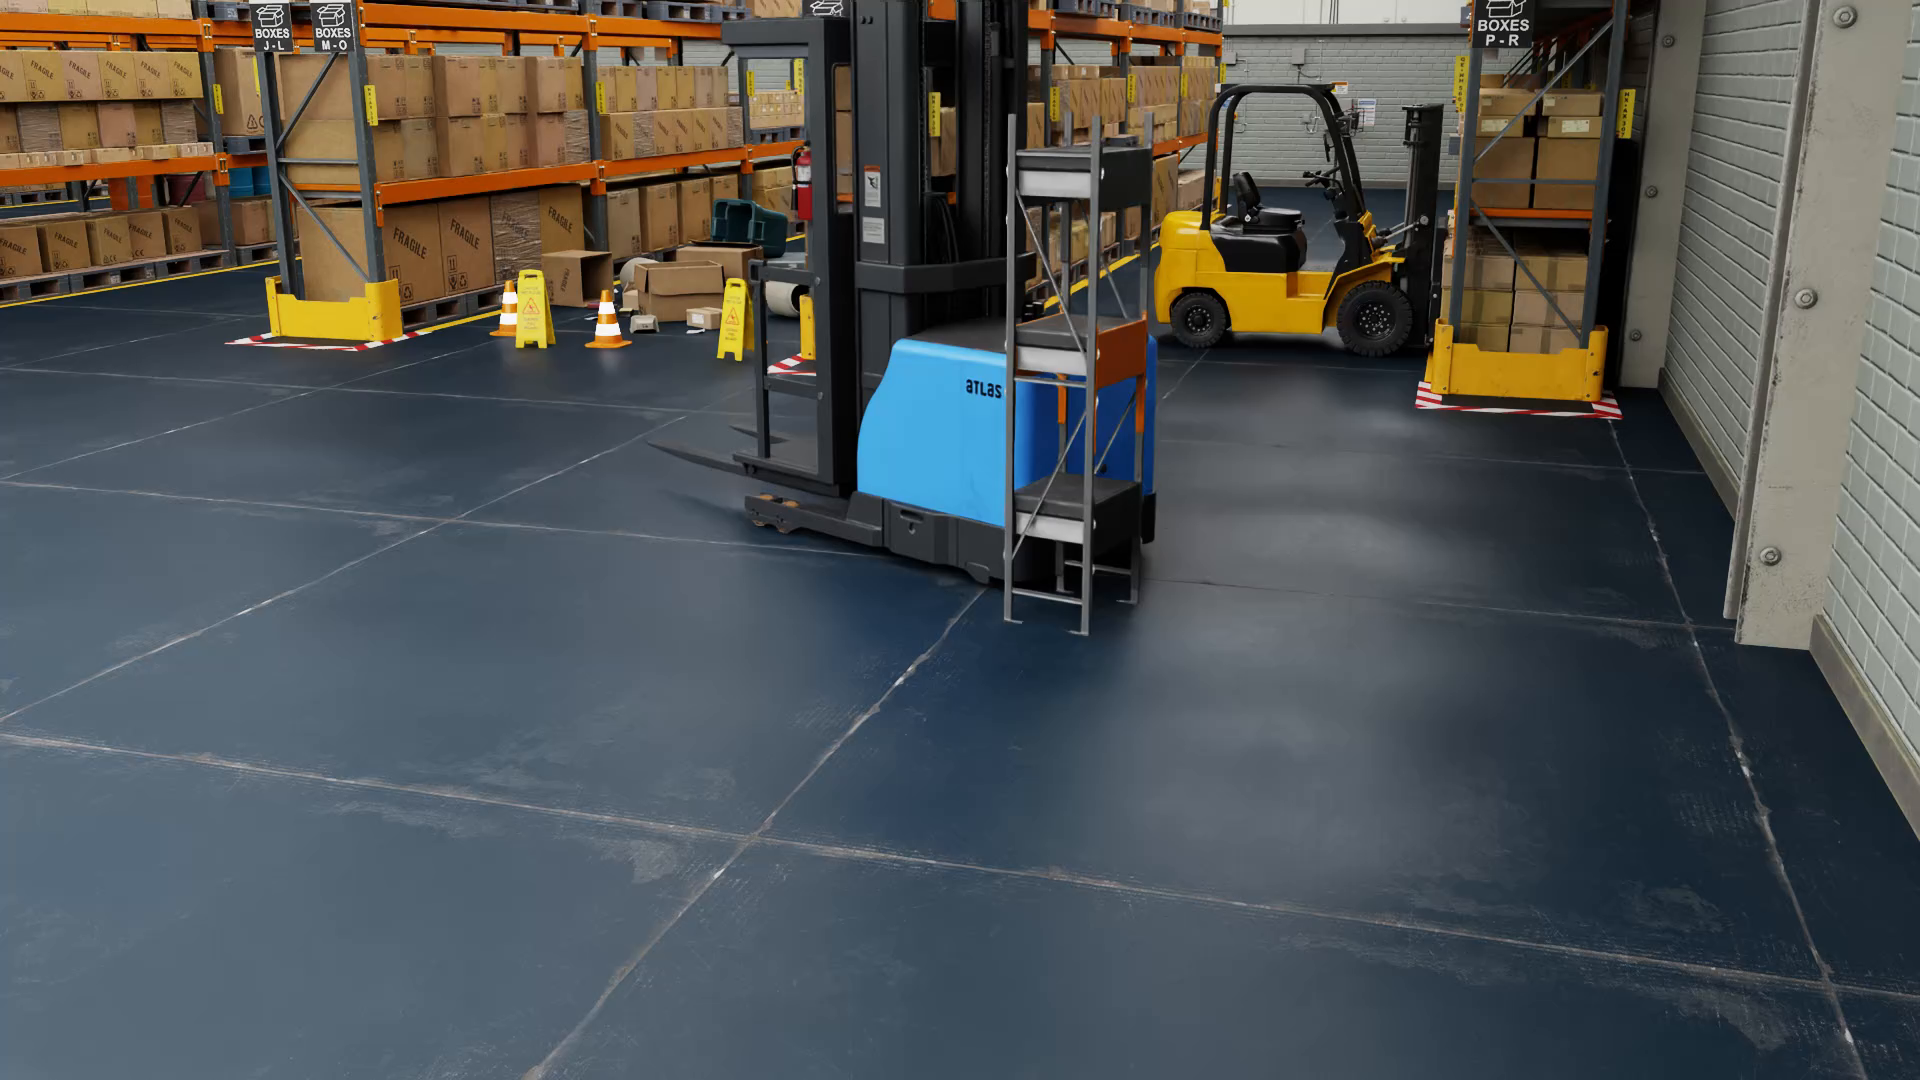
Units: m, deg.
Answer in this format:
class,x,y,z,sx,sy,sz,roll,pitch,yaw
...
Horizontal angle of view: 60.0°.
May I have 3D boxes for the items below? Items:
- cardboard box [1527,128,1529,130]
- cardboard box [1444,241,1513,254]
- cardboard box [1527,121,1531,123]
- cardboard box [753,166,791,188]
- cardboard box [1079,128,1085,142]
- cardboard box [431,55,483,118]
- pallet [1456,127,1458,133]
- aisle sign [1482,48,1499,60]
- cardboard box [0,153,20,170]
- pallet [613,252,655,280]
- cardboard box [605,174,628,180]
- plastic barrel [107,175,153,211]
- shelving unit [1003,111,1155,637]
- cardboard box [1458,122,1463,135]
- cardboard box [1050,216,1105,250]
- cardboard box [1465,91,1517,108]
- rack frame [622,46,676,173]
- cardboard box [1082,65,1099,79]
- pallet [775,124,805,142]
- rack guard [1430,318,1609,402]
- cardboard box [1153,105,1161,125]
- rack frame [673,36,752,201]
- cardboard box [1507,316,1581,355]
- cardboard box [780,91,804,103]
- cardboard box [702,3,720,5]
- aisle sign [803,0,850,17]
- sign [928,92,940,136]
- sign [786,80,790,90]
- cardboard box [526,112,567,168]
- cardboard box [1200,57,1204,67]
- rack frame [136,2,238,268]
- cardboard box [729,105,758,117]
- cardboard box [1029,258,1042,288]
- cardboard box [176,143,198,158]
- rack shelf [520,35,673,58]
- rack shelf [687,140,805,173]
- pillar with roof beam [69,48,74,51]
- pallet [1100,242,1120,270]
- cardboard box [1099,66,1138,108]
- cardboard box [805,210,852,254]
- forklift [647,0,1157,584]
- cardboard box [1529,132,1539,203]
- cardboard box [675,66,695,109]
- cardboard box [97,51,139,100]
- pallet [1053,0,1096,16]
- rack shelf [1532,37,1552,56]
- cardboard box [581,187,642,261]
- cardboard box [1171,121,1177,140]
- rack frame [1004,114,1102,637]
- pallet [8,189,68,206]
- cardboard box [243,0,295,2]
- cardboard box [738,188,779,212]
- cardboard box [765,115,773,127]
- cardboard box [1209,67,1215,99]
class,x,y,z,sx,sy,sz,roll,pitch,yaw
cardboard box,4.521,-3.244,14.086,0.500,0.500,0.500,4,16,15
cardboard box,4.007,-2.154,12.864,0.500,0.250,0.500,5,17,17
cardboard box,5.563,-3.843,15.740,0.500,0.250,0.500,4,16,15
cardboard box,-2.653,-5.004,22.912,0.500,0.250,0.500,4,16,15
cardboard box,1.145,-4.420,18.107,0.380,0.149,0.250,5,17,16
cardboard box,-4.999,-4.229,15.490,0.875,0.550,0.550,5,16,16
pallet,7.115,-5.362,22.088,1.003,0.211,1.213,5,16,16
aisle sign,8.321,-7.993,26.247,0.394,0.787,0.004,5,16,16
cardboard box,-9.690,-3.798,16.683,0.380,0.149,0.250,5,16,16
pallet,-4.215,-3.169,19.116,1.003,0.211,1.213,5,16,16
cardboard box,-6.295,-6.389,28.481,0.875,0.875,0.875,5,16,16
plastic barrel,-12.578,-5.432,25.191,0.600,0.830,0.708,5,16,16
shelving unit,0.488,-0.693,6.923,0.431,2.100,0.503,9,18,29
cardboard box,6.128,-4.891,19.767,0.380,0.149,0.250,5,17,17
cardboard box,1.177,-3.589,19.533,0.950,0.372,0.625,4,16,15
cardboard box,4.202,-3.470,13.150,0.380,0.149,0.250,5,17,17
rack frame,-5.678,-7.854,30.521,1.000,3.000,0.127,5,16,16
cardboard box,1.355,-5.248,18.647,0.380,0.149,0.250,4,16,13
pallet,-2.702,-5.778,23.556,1.003,0.211,1.213,5,16,16
rack guard,4.029,-1.306,12.019,1.175,0.500,0.348,5,16,16
cardboard box,2.388,-5.670,22.182,0.500,0.250,0.500,5,17,17
rack frame,-3.225,-5.350,21.693,1.000,3.000,0.127,5,16,16
cardboard box,4.363,-1.508,12.418,0.500,0.250,0.500,5,16,16
cardboard box,-2.387,-6.302,23.653,0.380,0.149,0.250,4,16,13
cardboard box,-3.307,-7.010,21.866,0.500,0.500,0.500,5,16,16
aisle sign,-1.020,-4.156,12.721,0.394,0.787,0.004,5,16,16
sign,-0.204,-3.274,12.787,0.100,0.325,0.005,5,16,16
sign,-2.611,-6.853,25.406,0.100,0.325,0.005,5,16,16
cardboard box,-4.590,-4.132,17.126,0.875,0.550,0.550,5,16,16
cardboard box,3.603,-7.479,25.995,0.380,0.149,0.250,5,17,17
rack frame,-9.089,-4.714,19.453,1.000,3.000,0.127,5,16,16
cardboard box,-2.895,-5.685,22.020,0.380,0.149,0.250,5,17,18
cardboard box,0.502,-2.649,16.442,0.500,0.250,0.500,5,17,18
cardboard box,-8.948,-4.450,18.980,0.380,0.149,0.250,5,16,16
rack shelf,-6.247,-8.427,28.365,1.077,0.370,4.000,5,16,16
rack shelf,-2.657,-5.527,23.636,1.077,0.370,4.000,5,16,16
pillar with roof beam,-15.860,-12.332,35.315,9.100,9.000,0.400,5,16,16
pallet,1.326,-3.446,20.093,1.003,0.211,1.213,5,16,16
cardboard box,1.924,-5.631,20.671,0.500,0.500,0.500,4,16,14
cardboard box,-1.302,-3.238,17.440,0.500,0.500,0.500,5,16,16
forklift,-0.466,-1.532,8.360,3.031,2.935,1.130,15,21,42
cardboard box,4.570,-2.809,12.554,0.500,0.500,0.500,5,17,18
cardboard box,-3.648,-5.495,20.191,0.700,0.500,0.500,4,16,15
cardboard box,-9.237,-4.986,17.849,0.500,0.500,0.500,5,16,16
pallet,0.690,-5.452,16.900,1.213,0.211,1.003,5,16,16
rack shelf,8.015,-7.275,24.302,1.077,0.370,4.000,5,16,16
cardboard box,-4.272,-3.592,18.850,1.050,0.750,0.750,5,16,16
cardboard box,2.800,-5.830,23.660,0.500,0.250,0.500,4,16,15
rack frame,0.364,-0.635,6.721,0.400,2.100,0.015,9,18,29
pallet,-16.507,-6.019,29.163,1.003,0.211,1.213,5,16,16
cardboard box,-8.593,-6.771,20.248,0.797,0.503,0.637,5,17,18
cardboard box,-2.780,-4.514,22.559,0.500,0.500,0.500,4,16,14
cardboard box,-2.752,-5.673,22.524,0.380,0.149,0.250,5,17,19
cardboard box,3.794,-7.331,26.662,0.500,0.500,0.500,5,16,16
